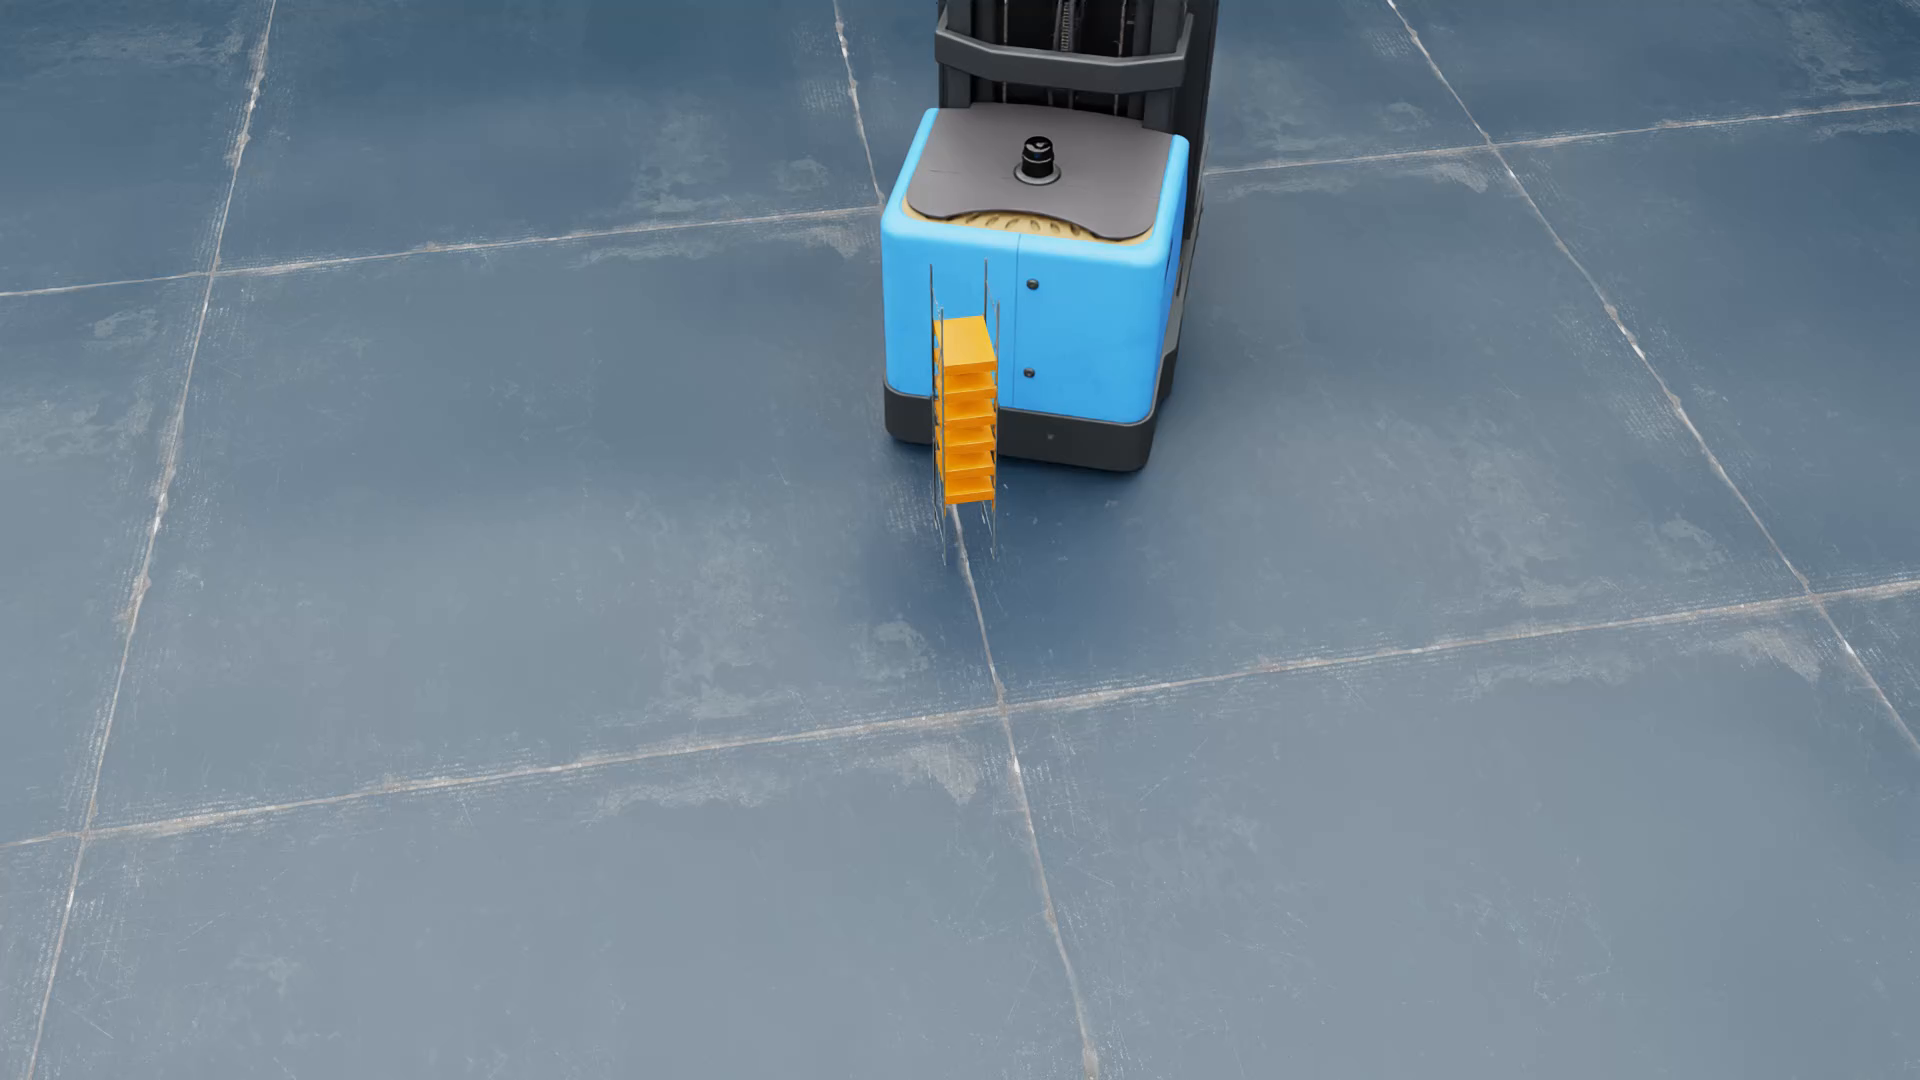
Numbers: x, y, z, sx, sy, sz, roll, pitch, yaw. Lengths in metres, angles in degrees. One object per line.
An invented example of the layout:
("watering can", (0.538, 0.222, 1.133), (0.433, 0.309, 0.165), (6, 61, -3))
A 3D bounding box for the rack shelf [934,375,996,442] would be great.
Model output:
("rack shelf", (0.014, -0.471, 5.765), (0.180, 0.103, 0.258), (-7, 46, -7))

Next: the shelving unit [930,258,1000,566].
("shelving unit", (0.014, -0.418, 5.820), (0.189, 1.200, 0.258), (-7, 46, -7))

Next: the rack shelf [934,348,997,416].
("rack shelf", (0.014, -0.554, 5.679), (0.180, 0.103, 0.258), (-7, 46, -7))

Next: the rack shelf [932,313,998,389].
("rack shelf", (0.014, -0.637, 5.592), (0.180, 0.103, 0.258), (-7, 46, -7))

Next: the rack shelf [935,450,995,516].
("rack shelf", (0.014, -0.221, 6.024), (0.180, 0.103, 0.258), (-7, 46, -7))

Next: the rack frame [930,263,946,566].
("rack frame", (-0.076, -0.407, 5.809), (0.006, 1.200, 0.240), (-7, 46, -7))

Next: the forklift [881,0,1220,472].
("forklift", (0.505, -2.360, 6.488), (1.130, 2.935, 3.031), (8, 47, 8))

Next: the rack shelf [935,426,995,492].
("rack shelf", (0.014, -0.304, 5.938), (0.180, 0.103, 0.258), (-7, 46, -7))

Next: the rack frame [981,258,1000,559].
("rack frame", (0.104, -0.429, 5.830), (0.006, 1.200, 0.240), (-7, 46, -7))

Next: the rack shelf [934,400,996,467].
("rack shelf", (0.014, -0.387, 5.852), (0.180, 0.103, 0.258), (-7, 46, -7))
